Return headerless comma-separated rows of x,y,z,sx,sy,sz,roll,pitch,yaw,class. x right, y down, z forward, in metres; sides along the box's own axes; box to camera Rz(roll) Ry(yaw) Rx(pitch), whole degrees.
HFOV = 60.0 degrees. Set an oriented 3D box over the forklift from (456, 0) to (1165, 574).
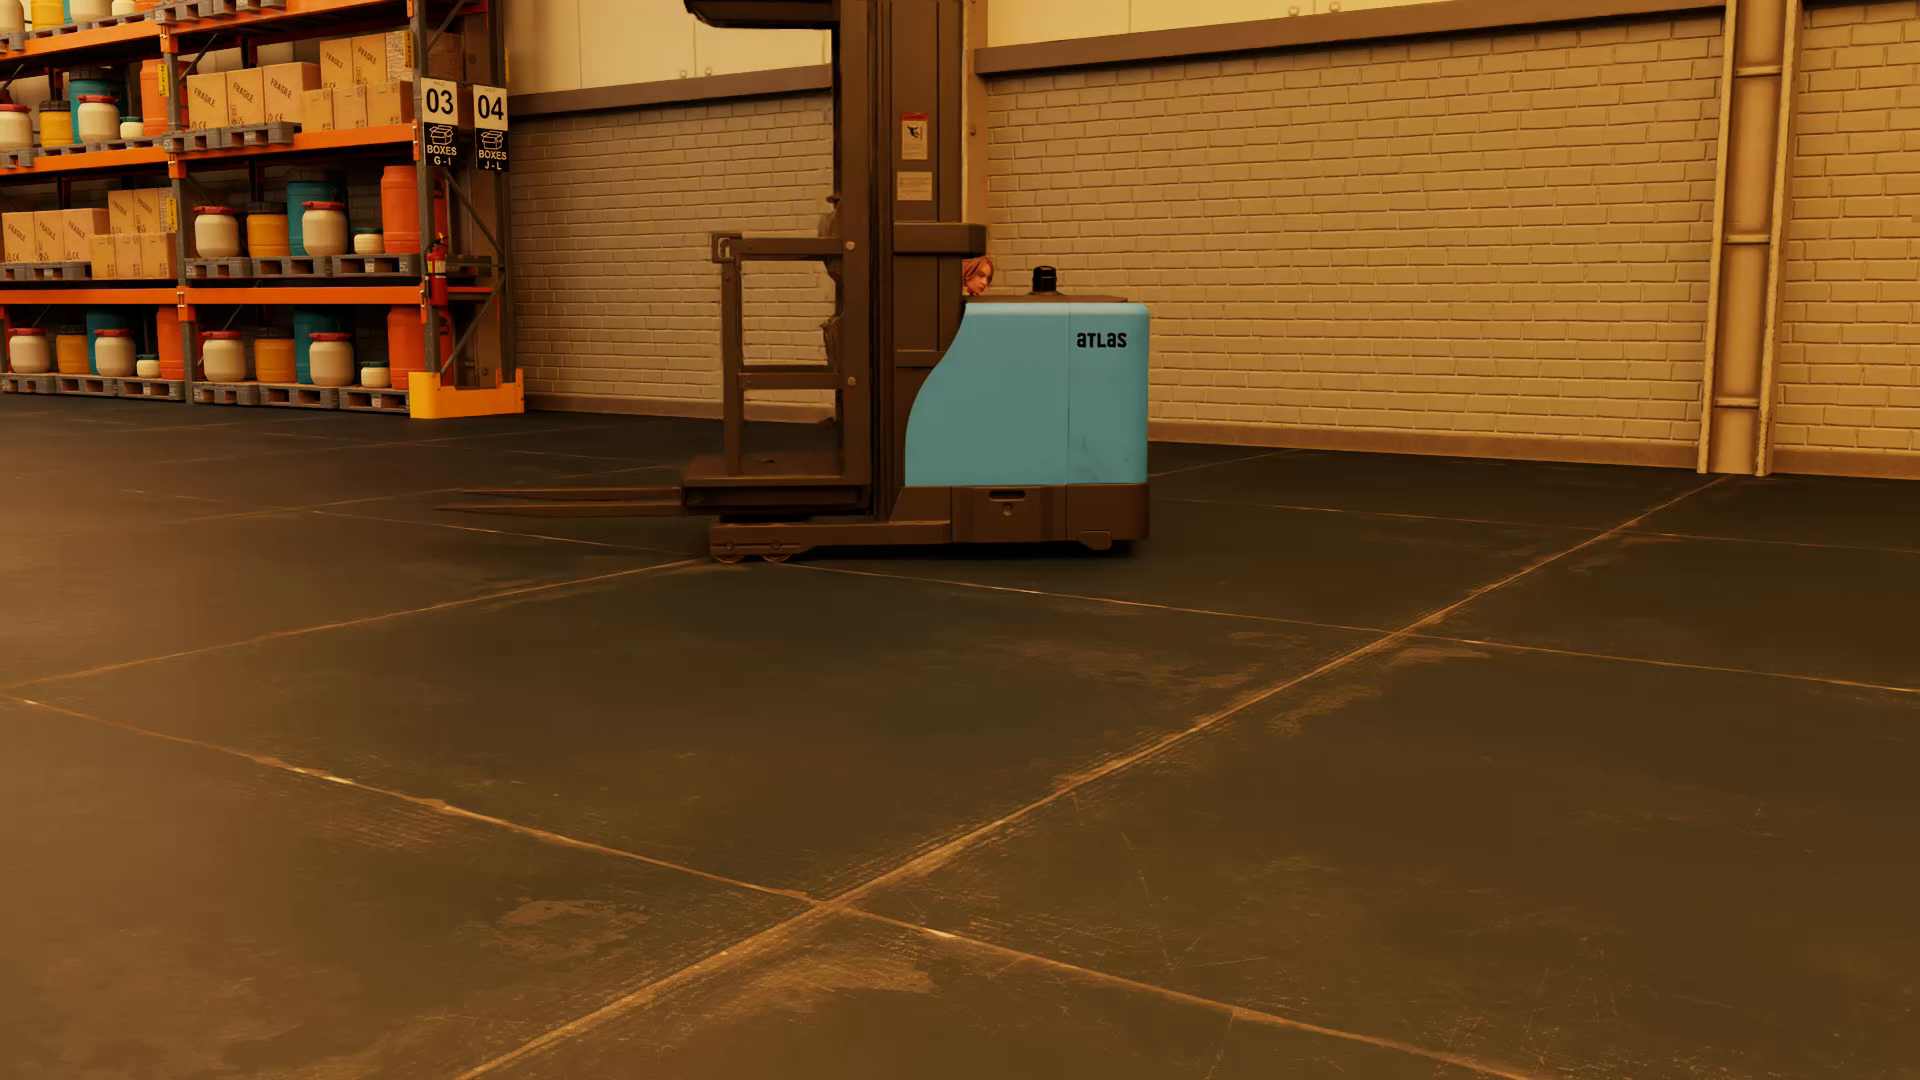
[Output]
-0.569,-1.397,7.020,3.031,2.935,1.130,-5,10,-33,forklift
